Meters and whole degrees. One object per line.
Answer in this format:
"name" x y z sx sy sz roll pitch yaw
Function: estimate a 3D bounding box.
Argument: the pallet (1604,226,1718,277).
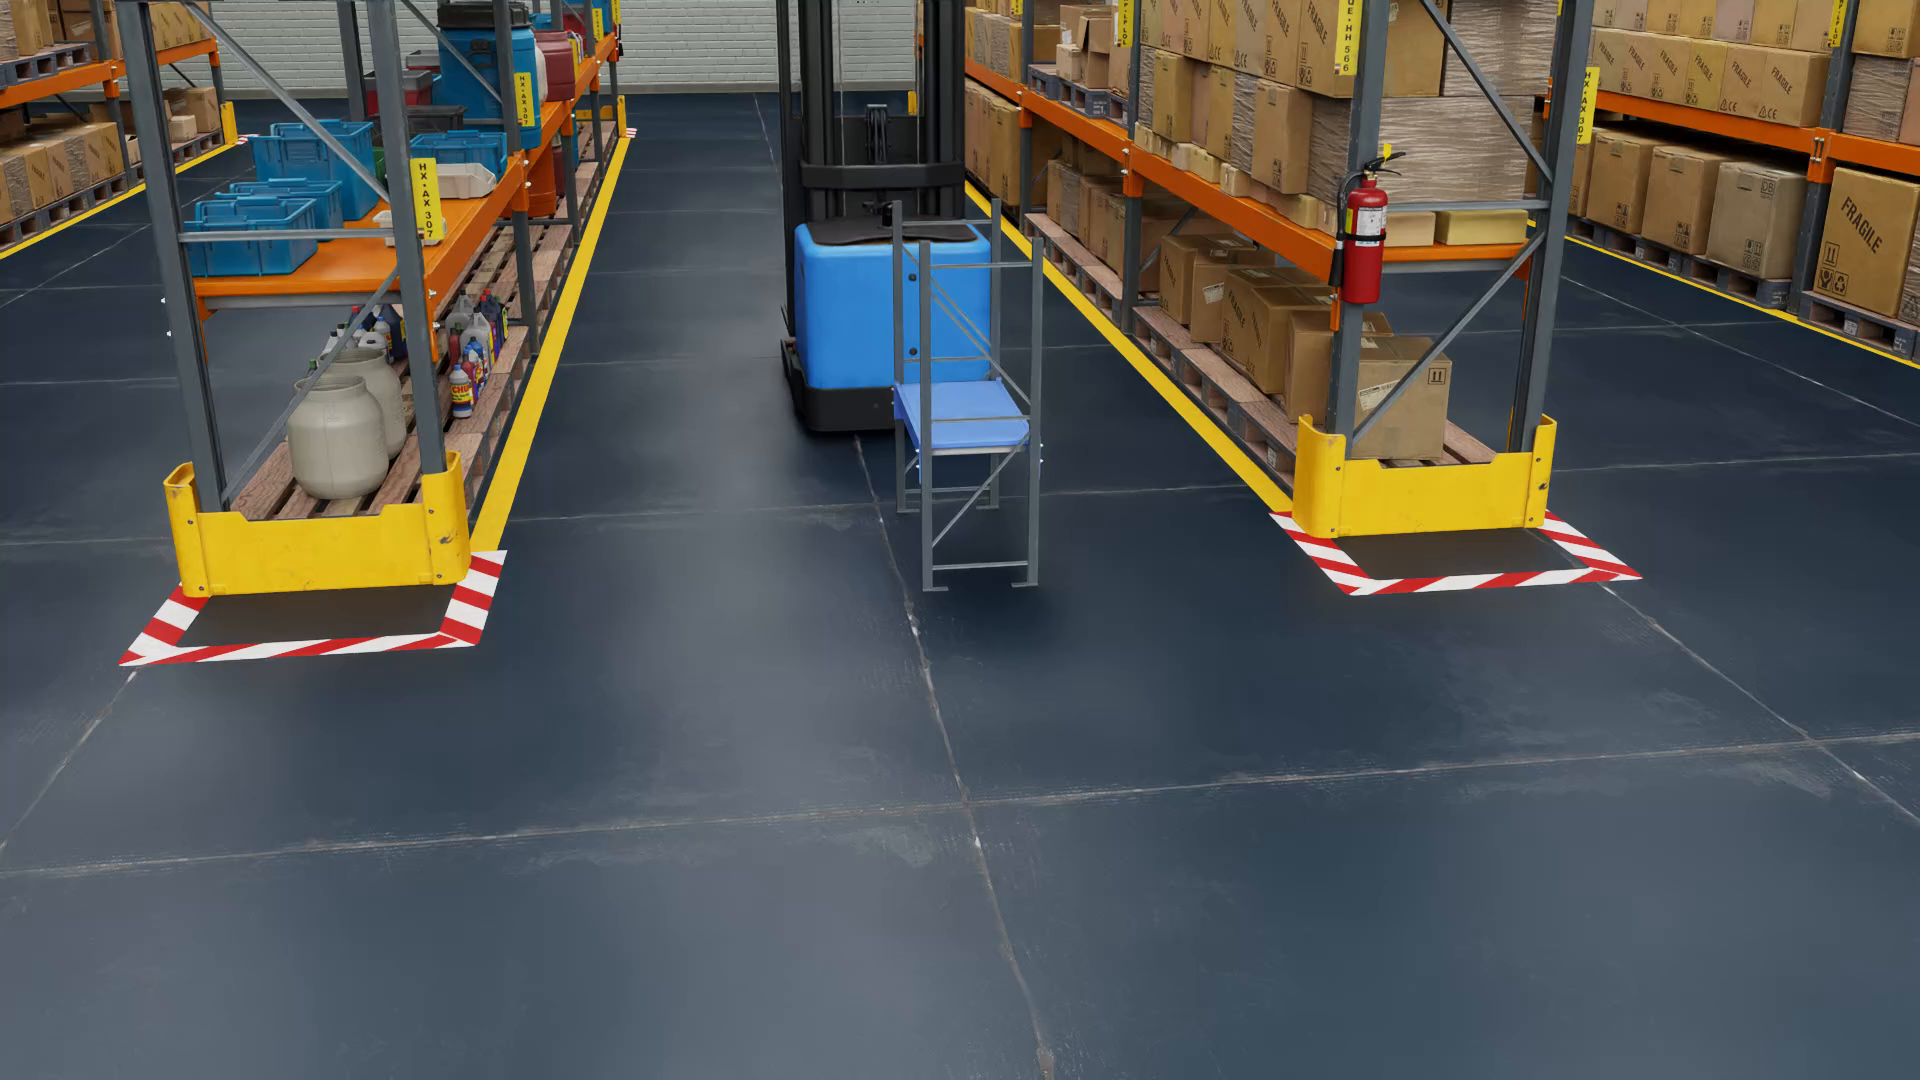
"pallet" 6.182 -2.453 13.983 1.003 0.211 1.213 -3 21 -8

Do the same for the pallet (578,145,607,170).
"pallet" -4.575 -4.324 18.992 1.003 0.211 1.213 -3 21 -8

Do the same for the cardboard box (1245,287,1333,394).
"cardboard box" 1.936 -1.138 9.449 0.500 0.500 0.500 -1 21 -3

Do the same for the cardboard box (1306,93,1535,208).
"cardboard box" 2.148 -1.851 7.816 0.875 0.500 0.500 -3 21 -8

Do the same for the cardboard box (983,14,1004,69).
"cardboard box" 0.514 -4.976 16.610 0.500 0.500 0.500 -3 21 -7

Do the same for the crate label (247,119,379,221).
"crate label" -3.234 -1.863 8.367 0.502 0.435 0.616 -3 21 -8

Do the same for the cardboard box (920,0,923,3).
"cardboard box" -0.232 -7.080 21.102 0.500 0.500 0.500 -3 21 -9

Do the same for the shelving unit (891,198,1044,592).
"shelving unit" 0.012 -0.673 7.375 0.538 1.500 1.048 -3 21 -8

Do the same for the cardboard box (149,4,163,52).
"cardboard box" -9.283 -5.717 18.592 0.500 0.500 0.500 -3 21 -8

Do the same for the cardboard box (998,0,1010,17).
"cardboard box" 0.764 -5.471 16.500 0.797 0.503 0.637 -2 21 -6

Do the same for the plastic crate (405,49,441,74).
"plastic crate" -3.924 -3.448 12.569 0.402 0.464 0.583 -3 21 -8

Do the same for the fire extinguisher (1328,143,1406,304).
"fire extinguisher" 1.761 -1.374 7.217 0.296 0.674 0.183 -3 21 -8

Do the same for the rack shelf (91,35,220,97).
"rack shelf" -9.621 -5.485 19.142 1.077 0.370 4.000 -3 21 -8

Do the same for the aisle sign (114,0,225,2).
"aisle sign" -2.984 -2.401 6.142 0.394 0.787 0.004 -3 21 -8

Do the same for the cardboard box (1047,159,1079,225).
"cardboard box" 1.164 -3.047 14.530 0.700 0.500 0.500 -4 21 -11

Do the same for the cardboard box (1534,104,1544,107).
"cardboard box" 5.528 -4.233 16.662 0.500 0.250 0.500 -3 21 -7

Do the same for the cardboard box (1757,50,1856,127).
"cardboard box" 6.207 -3.287 12.086 0.500 0.500 0.500 -3 21 -8

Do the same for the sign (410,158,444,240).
"sign" -2.156 -1.379 6.725 0.100 0.325 0.005 -3 21 -8

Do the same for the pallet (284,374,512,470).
"pallet" -3.043 -0.644 9.138 1.003 0.211 1.213 -3 21 -8

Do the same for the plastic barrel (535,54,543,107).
"plastic barrel" -3.434 -3.554 12.784 0.421 0.512 0.421 0 20 0

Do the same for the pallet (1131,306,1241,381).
"pallet" 1.756 -1.321 10.950 1.003 0.211 1.213 -3 21 -8

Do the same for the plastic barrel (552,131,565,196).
"plastic barrel" -4.104 -3.619 15.966 0.600 0.588 0.708 -3 21 -8

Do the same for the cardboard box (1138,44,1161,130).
"cardboard box" 1.628 -2.885 10.585 0.875 0.500 0.500 -3 21 -8

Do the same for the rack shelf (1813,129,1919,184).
"rack shelf" 6.835 -2.043 9.928 1.077 0.370 4.000 -3 21 -8

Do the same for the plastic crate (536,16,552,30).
"plastic crate" -5.202 -6.382 20.671 0.416 0.233 0.300 -3 21 -8

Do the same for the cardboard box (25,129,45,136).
"cardboard box" -9.416 -3.800 16.548 0.500 0.500 0.500 -3 21 -7

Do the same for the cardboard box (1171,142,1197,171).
"cardboard box" 1.485 -2.303 9.955 0.380 0.149 0.250 -3 21 -8

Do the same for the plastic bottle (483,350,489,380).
"plastic bottle" -2.761 -1.020 9.532 0.097 0.201 0.097 0 20 0

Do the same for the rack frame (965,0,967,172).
"rack frame" 0.471 -5.627 18.496 1.000 3.000 0.127 -3 21 -8

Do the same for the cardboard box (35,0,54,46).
"cardboard box" -9.486 -5.197 16.602 0.700 0.500 0.500 -10 23 -26

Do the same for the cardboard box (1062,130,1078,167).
"cardboard box" 1.174 -3.398 14.400 0.500 0.250 0.500 -2 21 -6

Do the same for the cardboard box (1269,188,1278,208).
"cardboard box" 1.817 -1.790 8.580 0.380 0.149 0.250 -3 21 -8

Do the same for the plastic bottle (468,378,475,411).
"plastic bottle" -2.669 -0.797 8.935 0.097 0.201 0.097 0 20 0

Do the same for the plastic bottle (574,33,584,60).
"plastic bottle" -4.054 -5.199 17.527 0.152 0.276 0.135 -3 21 -8

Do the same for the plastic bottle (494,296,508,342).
"plastic bottle" -2.882 -1.391 10.408 0.061 0.283 0.133 -2 21 -5

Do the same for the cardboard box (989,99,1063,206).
"cardboard box" 0.968 -3.684 15.729 1.225 0.875 0.875 -4 21 -10

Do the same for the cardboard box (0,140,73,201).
"cardboard box" -8.768 -3.487 15.708 0.500 0.500 0.500 -4 21 -10

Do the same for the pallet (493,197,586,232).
"pallet" -4.009 -2.957 15.332 1.003 0.211 1.213 -3 21 -8

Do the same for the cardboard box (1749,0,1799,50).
"cardboard box" 6.393 -3.938 12.400 0.700 0.500 0.500 -3 21 -9

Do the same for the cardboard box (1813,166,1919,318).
"cardboard box" 6.568 -2.053 11.362 0.875 0.875 0.875 -3 21 -7

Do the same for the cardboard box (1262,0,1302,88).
"cardboard box" 1.799 -2.478 8.067 0.500 0.500 0.500 -3 21 -8

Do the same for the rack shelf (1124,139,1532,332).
"rack shelf" 1.912 -1.828 9.352 1.077 0.370 4.000 -3 21 -8

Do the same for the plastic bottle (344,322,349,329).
"plastic bottle" -3.562 -1.116 9.672 0.061 0.283 0.133 -2 21 -5

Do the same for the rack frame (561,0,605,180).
"rack frame" -4.430 -5.378 17.827 1.000 3.000 0.127 -3 21 -8

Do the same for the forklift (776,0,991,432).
"forklift" -0.553 -2.444 10.070 1.130 2.935 3.031 -3 21 -9

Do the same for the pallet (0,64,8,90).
"pallet" -8.923 -3.885 14.106 1.213 0.211 1.003 -3 21 -8

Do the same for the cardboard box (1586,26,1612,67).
"cardboard box" 5.768 -4.336 14.894 0.500 0.500 0.500 -3 21 -7

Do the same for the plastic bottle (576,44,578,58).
"plastic bottle" -3.928 -4.898 16.721 0.152 0.276 0.135 -3 21 -8

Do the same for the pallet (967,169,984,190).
"pallet" 0.657 -4.058 18.279 1.003 0.211 1.213 -3 21 -8

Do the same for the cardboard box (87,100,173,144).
"cardboard box" -9.609 -4.816 19.263 0.797 0.503 0.637 -3 21 -8
